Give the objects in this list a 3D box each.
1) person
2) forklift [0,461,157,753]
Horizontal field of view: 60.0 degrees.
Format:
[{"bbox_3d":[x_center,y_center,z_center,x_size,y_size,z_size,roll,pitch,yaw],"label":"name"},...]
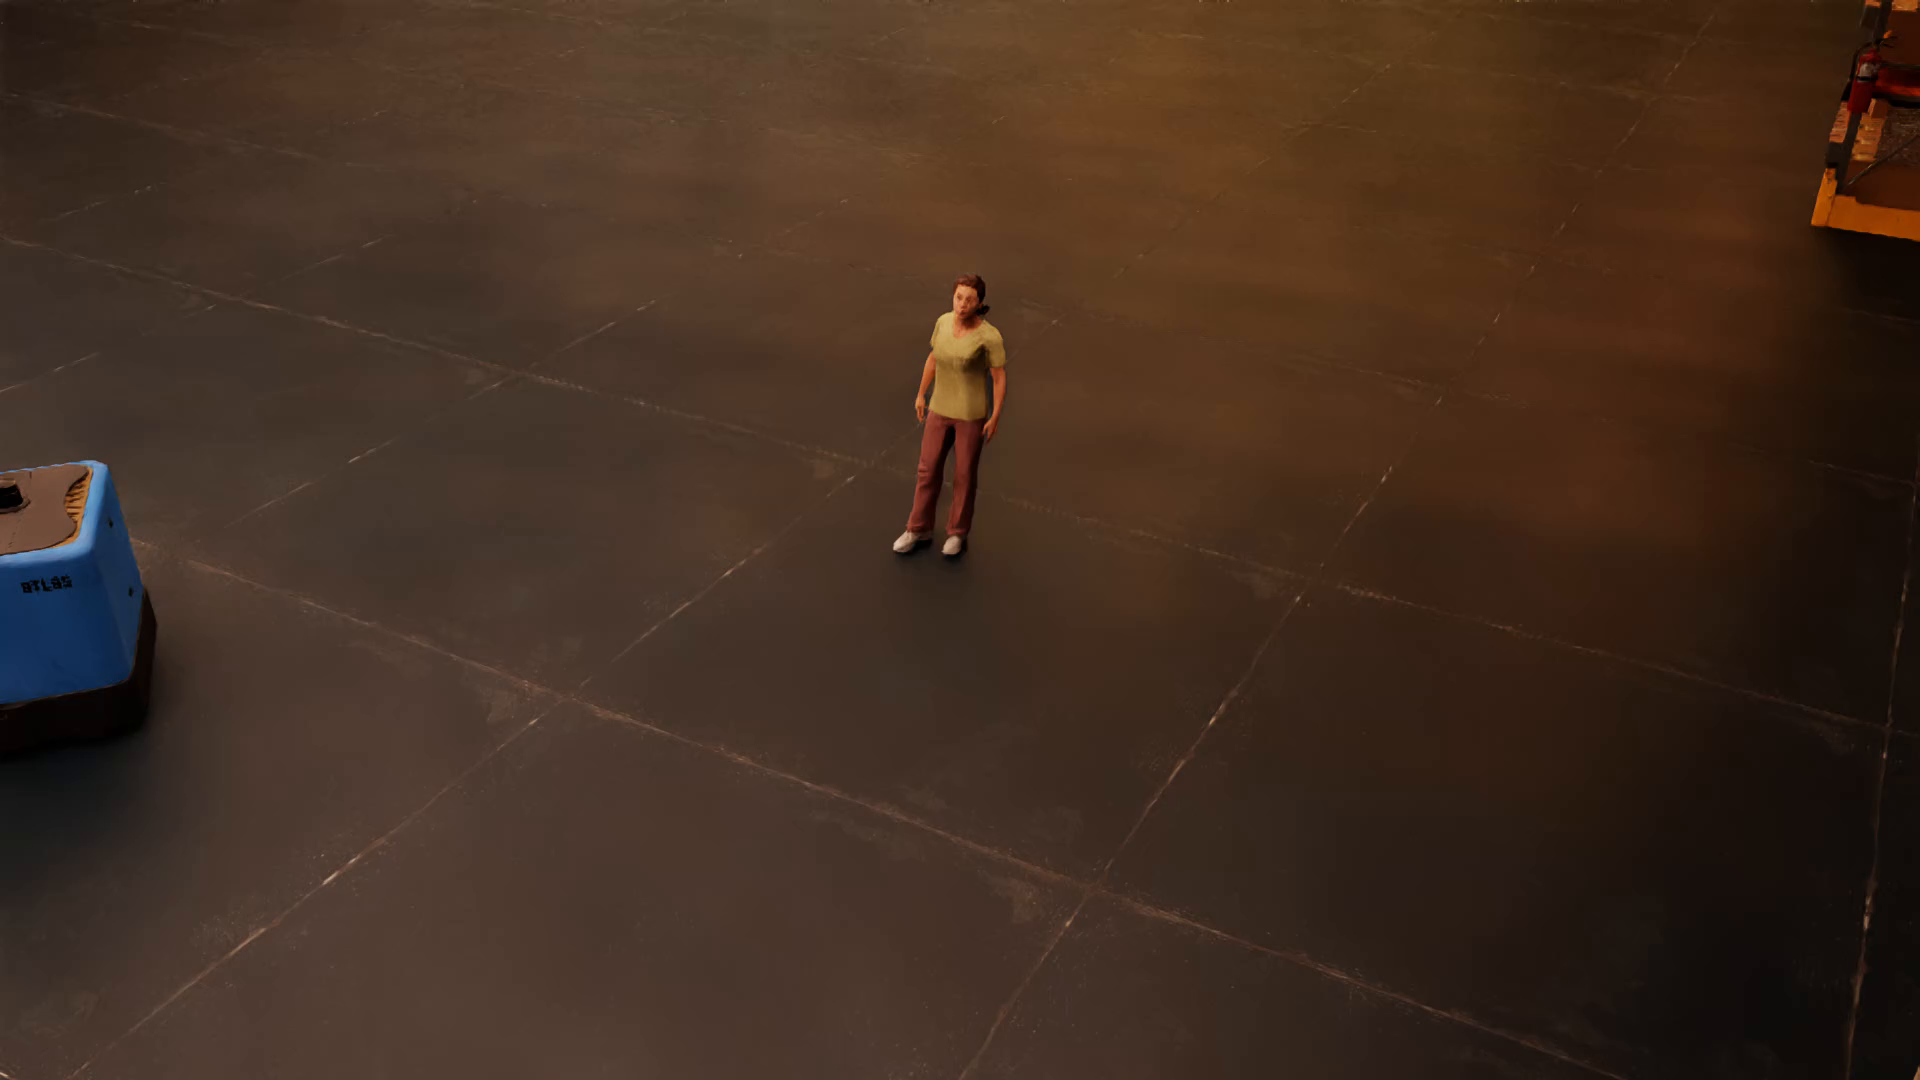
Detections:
[{"bbox_3d":[-0.049,-0.694,9.526,0.554,1.663,0.532,15,33,25],"label":"person"},{"bbox_3d":[-5.667,-0.297,7.585,3.031,2.935,1.130,-10,31,-17],"label":"forklift"}]
